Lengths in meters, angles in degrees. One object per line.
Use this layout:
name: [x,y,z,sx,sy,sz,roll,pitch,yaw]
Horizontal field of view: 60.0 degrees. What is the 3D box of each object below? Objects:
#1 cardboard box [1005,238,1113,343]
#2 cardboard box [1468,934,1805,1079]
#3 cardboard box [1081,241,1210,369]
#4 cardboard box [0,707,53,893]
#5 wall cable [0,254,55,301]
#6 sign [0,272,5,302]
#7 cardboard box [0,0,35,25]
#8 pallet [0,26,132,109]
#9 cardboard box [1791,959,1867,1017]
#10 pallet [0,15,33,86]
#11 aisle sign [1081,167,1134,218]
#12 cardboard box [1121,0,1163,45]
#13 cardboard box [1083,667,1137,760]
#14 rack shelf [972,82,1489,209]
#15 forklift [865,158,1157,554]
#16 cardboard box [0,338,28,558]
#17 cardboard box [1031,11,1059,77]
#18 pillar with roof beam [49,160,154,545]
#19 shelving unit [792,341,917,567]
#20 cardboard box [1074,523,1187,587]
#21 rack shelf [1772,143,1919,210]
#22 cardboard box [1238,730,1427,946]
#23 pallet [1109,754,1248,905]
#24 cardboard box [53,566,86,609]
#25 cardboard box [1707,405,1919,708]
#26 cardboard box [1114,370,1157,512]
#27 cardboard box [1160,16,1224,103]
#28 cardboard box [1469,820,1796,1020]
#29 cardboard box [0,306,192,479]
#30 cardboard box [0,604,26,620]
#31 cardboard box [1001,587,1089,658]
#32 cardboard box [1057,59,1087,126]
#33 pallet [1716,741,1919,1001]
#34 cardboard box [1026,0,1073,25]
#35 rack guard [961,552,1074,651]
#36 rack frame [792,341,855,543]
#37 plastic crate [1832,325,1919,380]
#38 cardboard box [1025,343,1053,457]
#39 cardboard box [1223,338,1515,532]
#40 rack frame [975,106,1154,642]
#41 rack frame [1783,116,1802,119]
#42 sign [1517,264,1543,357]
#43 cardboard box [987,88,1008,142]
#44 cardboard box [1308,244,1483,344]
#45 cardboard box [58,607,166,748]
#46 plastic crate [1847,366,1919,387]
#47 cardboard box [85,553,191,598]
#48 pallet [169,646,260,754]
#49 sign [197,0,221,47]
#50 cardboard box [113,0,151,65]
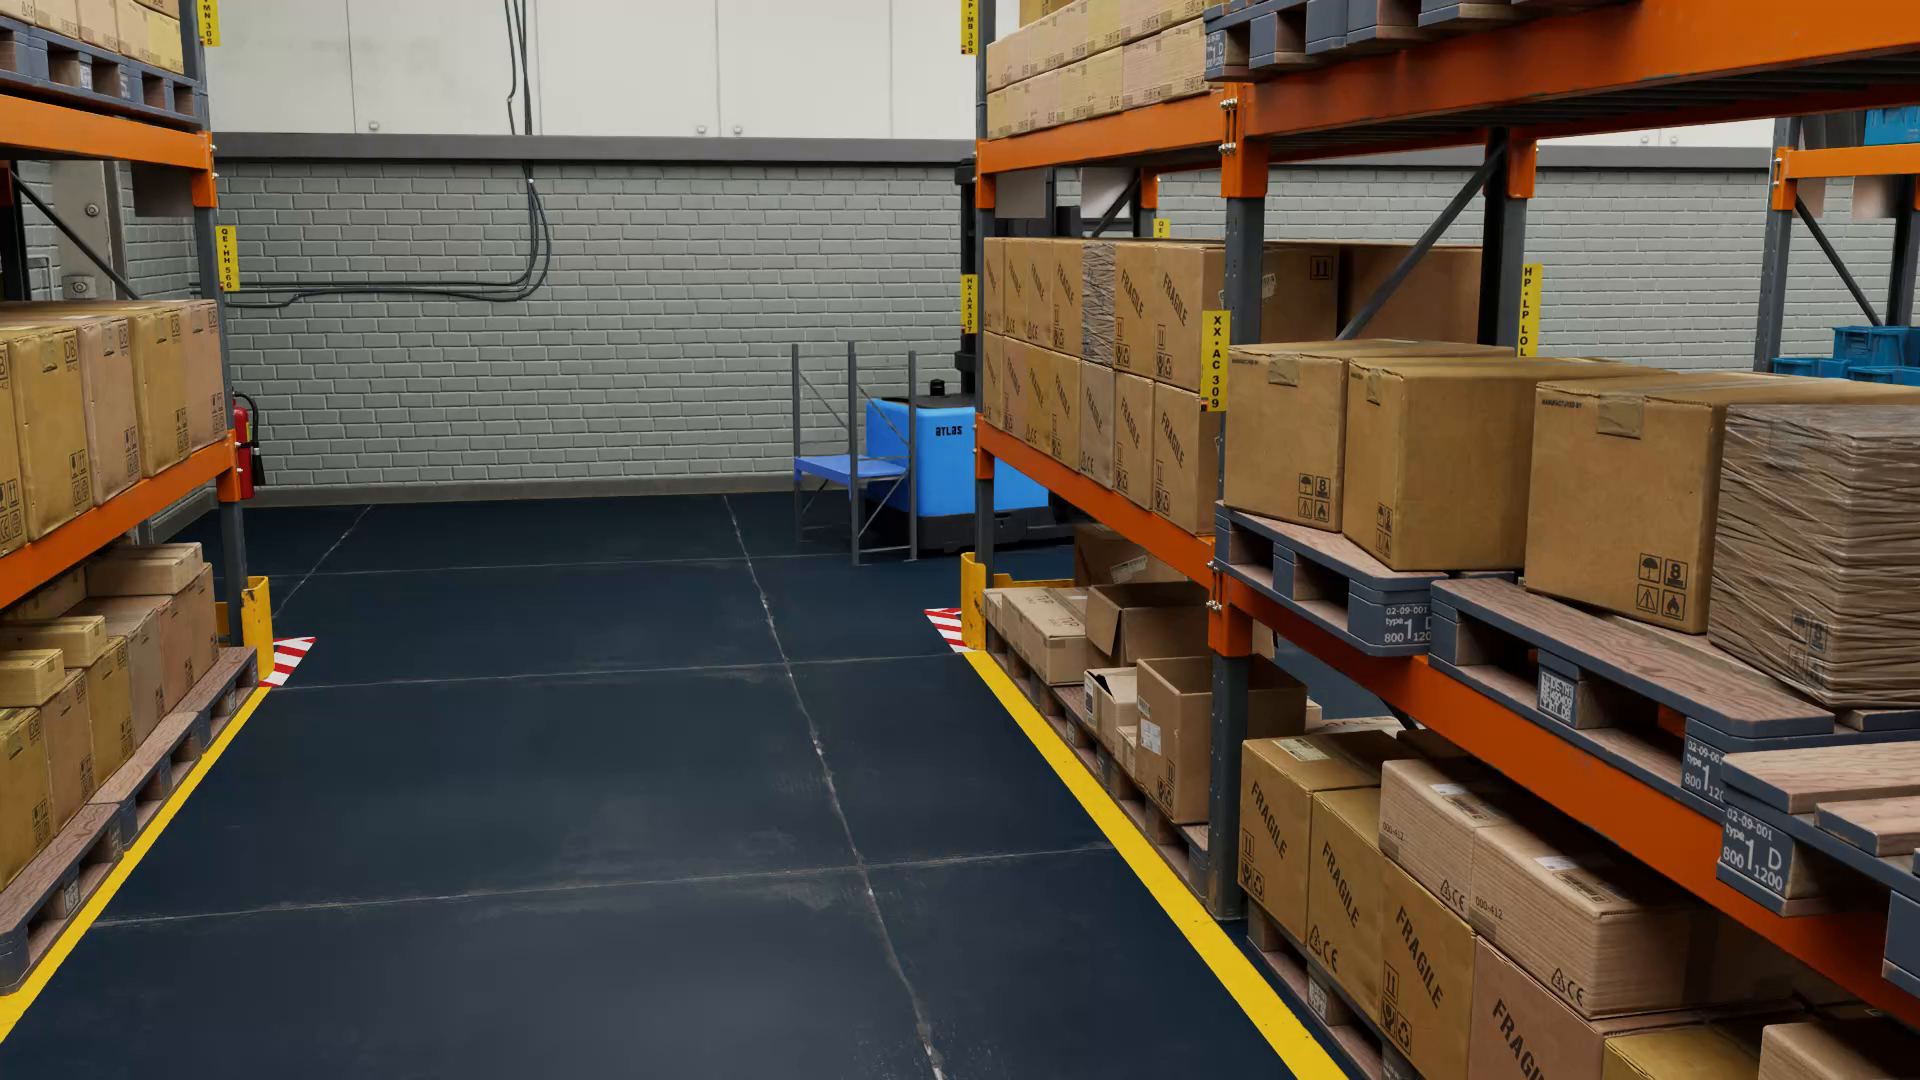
cardboard box: [0.525,-1.266,8.383,0.500,0.500,0.500,-2,11,-10]
cardboard box: [1.523,1.213,3.809,0.500,0.500,0.500,-3,11,-13]
cardboard box: [0.813,-0.988,6.925,0.500,0.500,0.500,-2,11,-11]
cardboard box: [-3.537,0.883,5.596,0.700,0.500,0.500,-2,11,-10]
wall cable: [-5.447,-1.431,9.474,0.084,1.984,1.851,-2,11,-11]
sign: [-4.816,-1.176,8.327,0.100,0.325,0.005,-2,11,-11]
cardboard box: [-3.453,-1.883,5.556,0.500,0.250,0.500,-2,11,-12]
pallet: [-3.875,-1.801,6.353,1.003,0.211,1.213,-2,11,-11]
cardboard box: [2.029,1.190,3.932,0.500,0.500,0.500,-3,11,-13]
pallet: [-3.641,-1.578,5.179,1.003,0.211,1.213,-2,11,-11]
aisle sign: [0.875,-2.213,9.347,0.394,0.787,0.004,-2,11,-11]
cardboard box: [0.911,-1.995,6.197,0.500,0.250,0.500,-2,11,-11]
cardboard box: [0.831,0.695,7.039,0.500,0.311,0.500,-2,11,-11]
rack shelf: [0.977,-1.665,7.325,1.077,0.370,4.000,-2,11,-11]
forklift: [0.820,-1.512,12.801,3.031,2.935,1.130,-6,12,-27]
cardboard box: [-3.582,-0.245,5.159,0.980,0.700,0.700,-2,11,-10]
cardboard box: [0.626,-2.270,7.644,0.500,0.250,0.500,-2,11,-11]
pillar with roof beam: [-1.421,-4.299,11.214,9.100,9.000,0.400,-2,11,-11]
shelving unit: [-0.779,-0.653,12.117,0.538,1.500,1.048,-6,12,-28]
cardboard box: [0.935,0.191,9.181,0.500,0.500,0.500,-2,11,-11]
rack shelf: [5.836,-1.845,8.268,1.077,0.370,4.000,-2,11,-11]
cardboard box: [1.221,0.931,5.291,0.500,0.500,0.500,-3,11,-14]
pallet: [1.233,1.066,6.534,1.003,0.211,1.213,-2,11,-11]
cardboard box: [-4.109,0.220,7.347,0.380,0.149,0.250,-2,11,-11]
cardboard box: [1.920,0.014,3.211,0.700,0.500,0.500,0,11,0]
cardboard box: [0.915,-0.404,6.531,0.500,0.500,0.500,-2,11,-9]
cardboard box: [1.010,-1.658,5.762,0.500,0.250,0.500,-2,11,-11]
cardboard box: [1.513,0.838,3.774,0.500,0.250,0.500,-2,11,-12]
cardboard box: [-4.009,-0.652,7.299,0.980,0.700,0.700,-2,11,-11]
cardboard box: [-3.960,0.360,6.611,0.380,0.149,0.250,-2,11,-12]
cardboard box: [0.513,0.424,8.622,0.500,0.250,0.500,-2,11,-11]
cardboard box: [0.725,-1.933,7.209,0.500,0.250,0.500,-2,11,-11]
pallet: [1.943,0.528,2.414,1.213,0.211,1.003,-2,11,-11]
cardboard box: [0.718,-2.737,8.092,0.700,0.500,0.500,-2,11,-11]
rack guard: [0.603,0.330,9.626,1.175,0.500,0.348,-2,11,-11]
rack frame: [-1.021,-0.737,12.556,0.500,1.500,0.032,-6,12,-28]
plastic crate: [5.696,-1.084,10.113,0.616,0.435,0.499,-2,11,-11]
cardboard box: [0.616,-0.684,7.998,0.500,0.500,0.500,-2,11,-11]
cardboard box: [1.239,-0.339,5.063,0.700,0.500,0.500,-6,12,-30]
rack frame: [0.588,-0.912,9.466,1.000,3.000,0.127,-2,11,-11]
rack frame: [5.447,-4.039,9.847,1.000,3.000,0.127,-2,11,-11]
sign: [1.909,-0.768,5.612,0.100,0.325,0.005,-2,11,-11]
cardboard box: [0.438,-2.208,8.656,0.500,0.250,0.500,-2,11,-11]
cardboard box: [1.550,-0.815,6.016,0.500,0.500,0.500,-2,11,-10]
cardboard box: [-3.840,0.599,7.088,0.700,0.500,0.500,-2,11,-13]
plastic crate: [5.300,-0.861,9.483,0.416,0.233,0.300,-2,11,-11]
cardboard box: [-3.782,0.160,7.659,0.380,0.149,0.250,-2,11,-9]
pallet: [-4.038,0.783,8.021,1.003,0.211,1.213,-2,11,-11]
sign: [-3.736,-2.618,8.250,0.100,0.325,0.005,-2,11,-11]
cardboard box: [-3.765,-2.166,7.044,0.500,0.250,0.500,-3,11,-13]
